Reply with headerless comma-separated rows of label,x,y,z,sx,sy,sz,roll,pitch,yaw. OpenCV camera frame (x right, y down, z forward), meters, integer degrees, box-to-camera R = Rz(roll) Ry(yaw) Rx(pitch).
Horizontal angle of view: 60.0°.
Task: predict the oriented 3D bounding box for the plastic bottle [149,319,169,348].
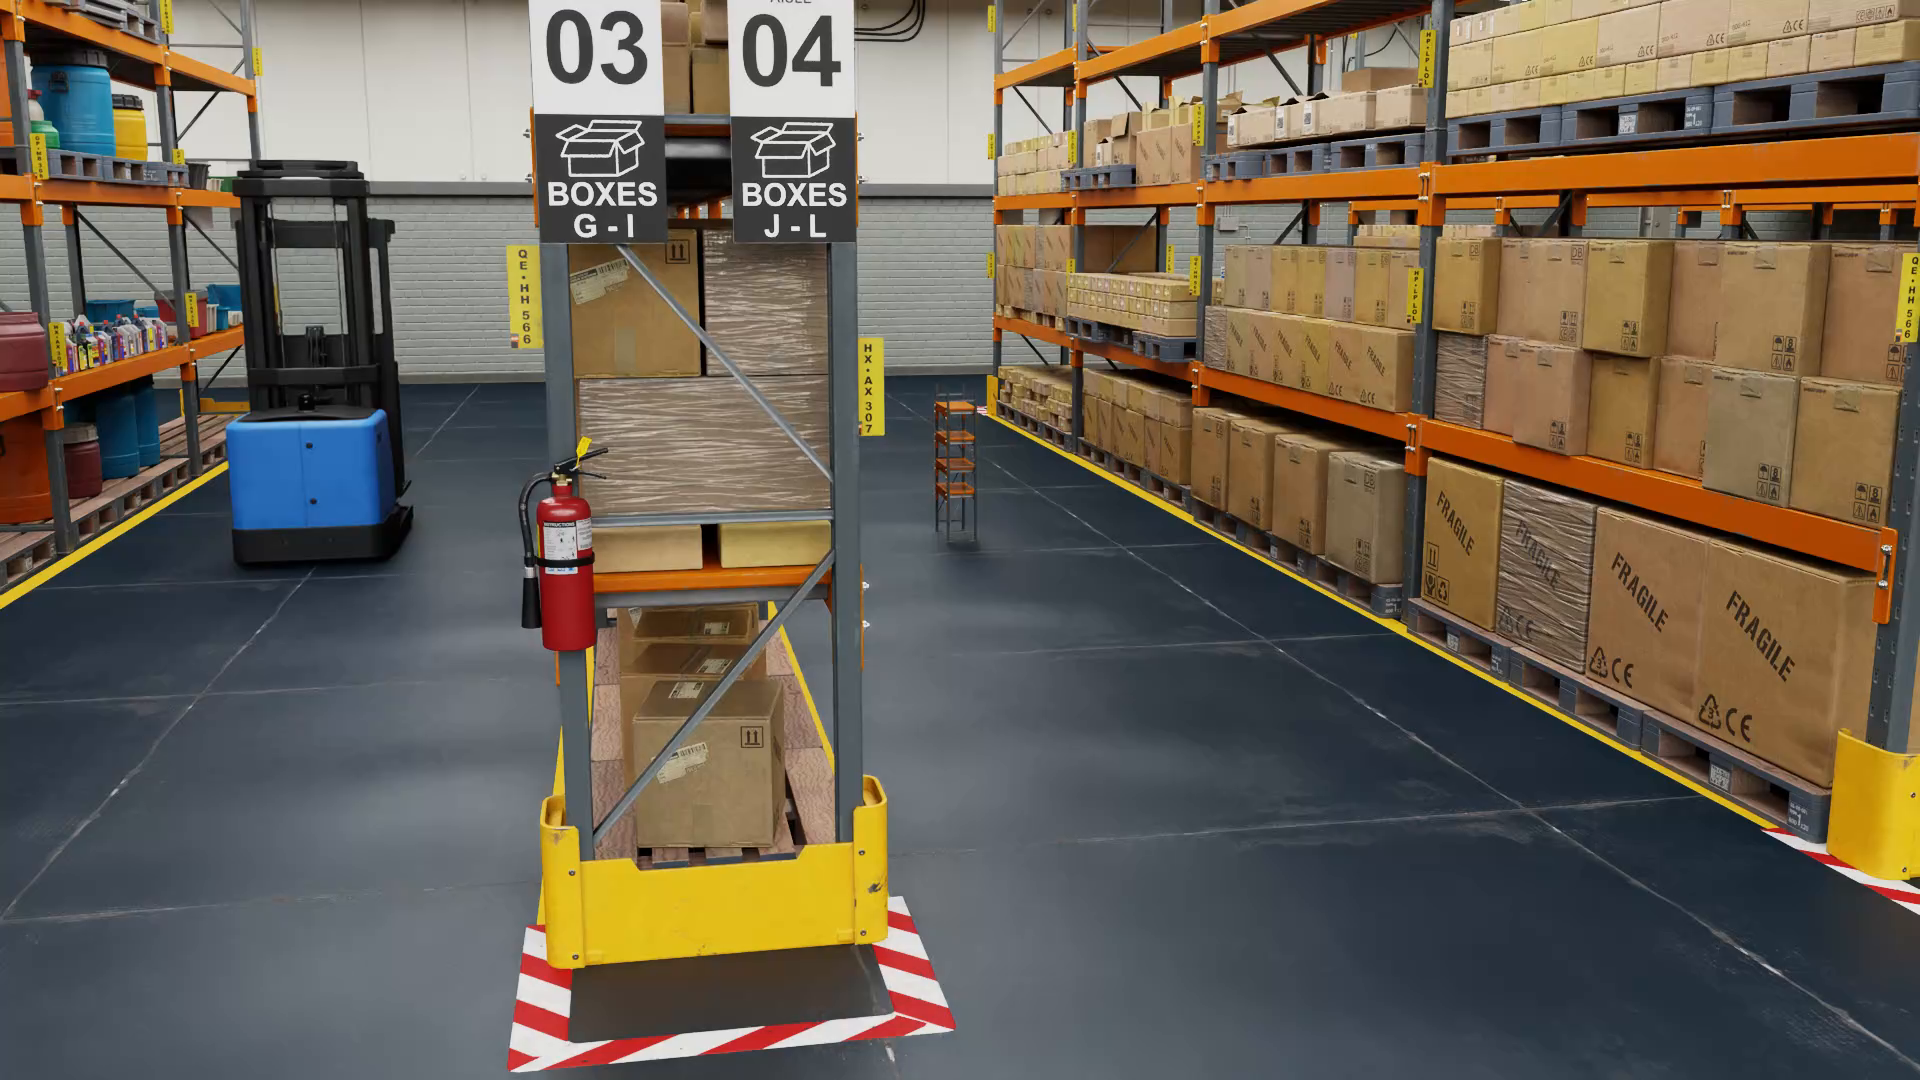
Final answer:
plastic bottle,-7.634,-1.964,15.826,0.152,0.276,0.135,-2,11,-11

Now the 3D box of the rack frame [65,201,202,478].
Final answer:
rack frame,-8.028,-2.086,16.133,1.000,3.000,0.127,-2,11,-11

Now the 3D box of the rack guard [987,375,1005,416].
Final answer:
rack guard,0.952,-1.919,21.944,1.175,0.500,0.348,-2,11,-11

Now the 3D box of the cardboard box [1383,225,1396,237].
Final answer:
cardboard box,5.699,-3.999,21.507,0.380,0.149,0.250,-2,11,-13

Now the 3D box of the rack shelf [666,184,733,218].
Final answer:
rack shelf,-2.002,-2.286,11.084,1.077,0.370,4.000,-2,11,-11

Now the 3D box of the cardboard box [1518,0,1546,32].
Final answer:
cardboard box,3.158,-2.739,8.690,0.380,0.149,0.250,-2,11,-12

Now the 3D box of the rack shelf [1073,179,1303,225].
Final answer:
rack shelf,2.105,-3.181,15.789,1.077,0.370,4.000,-2,11,-11

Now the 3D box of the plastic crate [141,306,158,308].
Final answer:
plastic crate,-8.824,-2.468,18.428,0.416,0.233,0.300,-2,11,-11

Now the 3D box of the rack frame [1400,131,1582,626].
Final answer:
rack frame,3.272,-0.960,10.221,1.000,3.000,0.127,-2,11,-11

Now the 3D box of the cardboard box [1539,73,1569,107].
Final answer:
cardboard box,3.209,-2.300,8.519,0.380,0.149,0.250,-2,11,-12

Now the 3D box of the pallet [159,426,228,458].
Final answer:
pallet,-8.449,-1.074,18.273,1.003,0.211,1.213,-2,11,-11

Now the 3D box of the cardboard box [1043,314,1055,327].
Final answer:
cardboard box,1.172,-2.540,19.189,0.380,0.149,0.250,-3,11,-13

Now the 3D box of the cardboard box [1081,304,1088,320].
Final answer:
cardboard box,1.445,-2.325,16.938,0.380,0.149,0.250,-2,11,-11

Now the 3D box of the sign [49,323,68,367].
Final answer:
sign,-6.711,-1.454,12.375,0.100,0.325,0.005,-2,11,-11

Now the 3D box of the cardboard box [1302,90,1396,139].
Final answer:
cardboard box,2.715,-2.959,11.547,0.500,0.311,0.500,-3,11,-13

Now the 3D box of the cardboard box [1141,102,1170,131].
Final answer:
cardboard box,1.890,-3.893,15.289,0.396,0.266,0.258,-2,11,-11

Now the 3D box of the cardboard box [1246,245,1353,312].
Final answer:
cardboard box,2.671,-2.059,13.051,0.700,0.500,0.500,-2,11,-12

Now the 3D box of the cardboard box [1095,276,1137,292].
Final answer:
cardboard box,1.545,-2.523,16.388,0.380,0.149,0.250,-2,11,-11

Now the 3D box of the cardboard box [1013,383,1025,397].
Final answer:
cardboard box,0.863,-1.863,20.668,0.380,0.149,0.250,-2,11,-9

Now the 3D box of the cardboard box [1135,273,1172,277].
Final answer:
cardboard box,2.038,-2.687,17.250,0.380,0.149,0.250,-2,11,-13

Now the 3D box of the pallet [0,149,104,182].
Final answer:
pallet,-7.303,-2.877,12.771,1.003,0.211,1.213,-2,11,-11

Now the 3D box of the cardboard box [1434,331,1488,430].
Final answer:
cardboard box,3.355,-0.967,9.853,0.875,0.550,0.550,-2,11,-11

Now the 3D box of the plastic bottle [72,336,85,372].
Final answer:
plastic bottle,-7.088,-1.497,13.352,0.061,0.283,0.133,-2,11,-11

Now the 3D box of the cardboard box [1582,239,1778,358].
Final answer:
cardboard box,3.612,-1.198,8.180,0.875,0.550,0.500,-2,11,-11

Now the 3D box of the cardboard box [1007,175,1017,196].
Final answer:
cardboard box,0.872,-4.373,20.528,0.500,0.250,0.500,-2,11,-9

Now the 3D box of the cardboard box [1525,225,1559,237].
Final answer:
cardboard box,6.745,-3.553,19.163,0.380,0.149,0.250,-2,11,-12

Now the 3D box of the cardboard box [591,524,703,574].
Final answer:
cardboard box,-1.093,0.014,5.774,0.380,0.149,0.250,-2,11,-11

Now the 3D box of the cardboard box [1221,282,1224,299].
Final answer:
cardboard box,2.539,-2.210,14.744,0.380,0.149,0.250,-2,11,-13

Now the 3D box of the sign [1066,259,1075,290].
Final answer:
sign,1.185,-2.832,17.737,0.100,0.325,0.005,-2,11,-11

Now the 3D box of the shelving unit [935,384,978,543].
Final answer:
shelving unit,-0.032,-0.620,13.244,0.258,1.200,0.503,-2,11,-11

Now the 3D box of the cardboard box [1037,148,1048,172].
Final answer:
cardboard box,1.181,-4.340,19.017,0.500,0.250,0.500,-2,11,-9

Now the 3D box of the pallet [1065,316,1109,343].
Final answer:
pallet,1.722,-2.188,17.183,1.003,0.211,1.213,-2,11,-11

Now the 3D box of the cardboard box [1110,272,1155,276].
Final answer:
cardboard box,1.866,-2.723,18.418,0.500,0.500,0.500,-2,11,-12

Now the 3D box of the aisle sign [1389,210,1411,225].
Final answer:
aisle sign,6.064,-4.661,22.712,0.394,0.787,0.004,-2,11,-11

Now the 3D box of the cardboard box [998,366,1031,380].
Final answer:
cardboard box,0.706,-2.151,21.386,0.380,0.149,0.250,-3,11,-14

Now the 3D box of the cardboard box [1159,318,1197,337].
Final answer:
cardboard box,1.947,-1.851,14.447,0.380,0.149,0.250,-2,11,-10

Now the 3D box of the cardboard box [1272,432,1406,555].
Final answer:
cardboard box,2.879,-0.349,11.903,1.050,0.750,0.750,-2,11,-11

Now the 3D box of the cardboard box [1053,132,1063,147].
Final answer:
cardboard box,1.236,-4.408,18.308,0.380,0.149,0.250,-2,11,-11

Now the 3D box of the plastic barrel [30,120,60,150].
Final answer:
plastic barrel,-7.230,-3.158,13.038,0.294,0.245,0.294,0,11,0

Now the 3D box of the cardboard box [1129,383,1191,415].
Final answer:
cardboard box,1.911,-1.343,15.786,0.500,0.250,0.500,-2,11,-10

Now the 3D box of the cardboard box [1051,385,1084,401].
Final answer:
cardboard box,1.247,-1.672,18.871,0.380,0.149,0.250,-2,11,-12

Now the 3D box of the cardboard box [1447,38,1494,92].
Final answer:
cardboard box,3.092,-2.662,9.353,0.500,0.250,0.500,-2,11,-11

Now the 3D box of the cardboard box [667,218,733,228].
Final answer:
cardboard box,-1.631,-1.450,10.067,1.000,1.000,1.000,-2,11,-11

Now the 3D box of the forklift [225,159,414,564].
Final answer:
forklift,-5.049,-1.499,13.232,1.130,2.935,3.031,-2,11,-13

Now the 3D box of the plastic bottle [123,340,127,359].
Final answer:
plastic bottle,-7.344,-1.681,14.536,0.097,0.201,0.097,0,11,0

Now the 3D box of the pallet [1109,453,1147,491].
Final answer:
pallet,2.109,-0.691,16.262,1.003,0.211,1.213,-2,11,-11

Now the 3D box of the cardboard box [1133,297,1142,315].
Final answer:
cardboard box,1.795,-2.140,15.171,0.380,0.149,0.250,-2,11,-11

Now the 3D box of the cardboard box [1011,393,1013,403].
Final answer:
cardboard box,0.857,-1.814,21.208,0.380,0.149,0.250,-2,11,-11

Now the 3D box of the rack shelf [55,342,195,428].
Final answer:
rack shelf,-7.639,-1.366,14.273,1.077,0.370,4.000,-2,11,-11

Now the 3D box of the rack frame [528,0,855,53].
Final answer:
rack frame,-0.835,-3.012,4.955,1.000,3.000,0.127,-2,11,-11
